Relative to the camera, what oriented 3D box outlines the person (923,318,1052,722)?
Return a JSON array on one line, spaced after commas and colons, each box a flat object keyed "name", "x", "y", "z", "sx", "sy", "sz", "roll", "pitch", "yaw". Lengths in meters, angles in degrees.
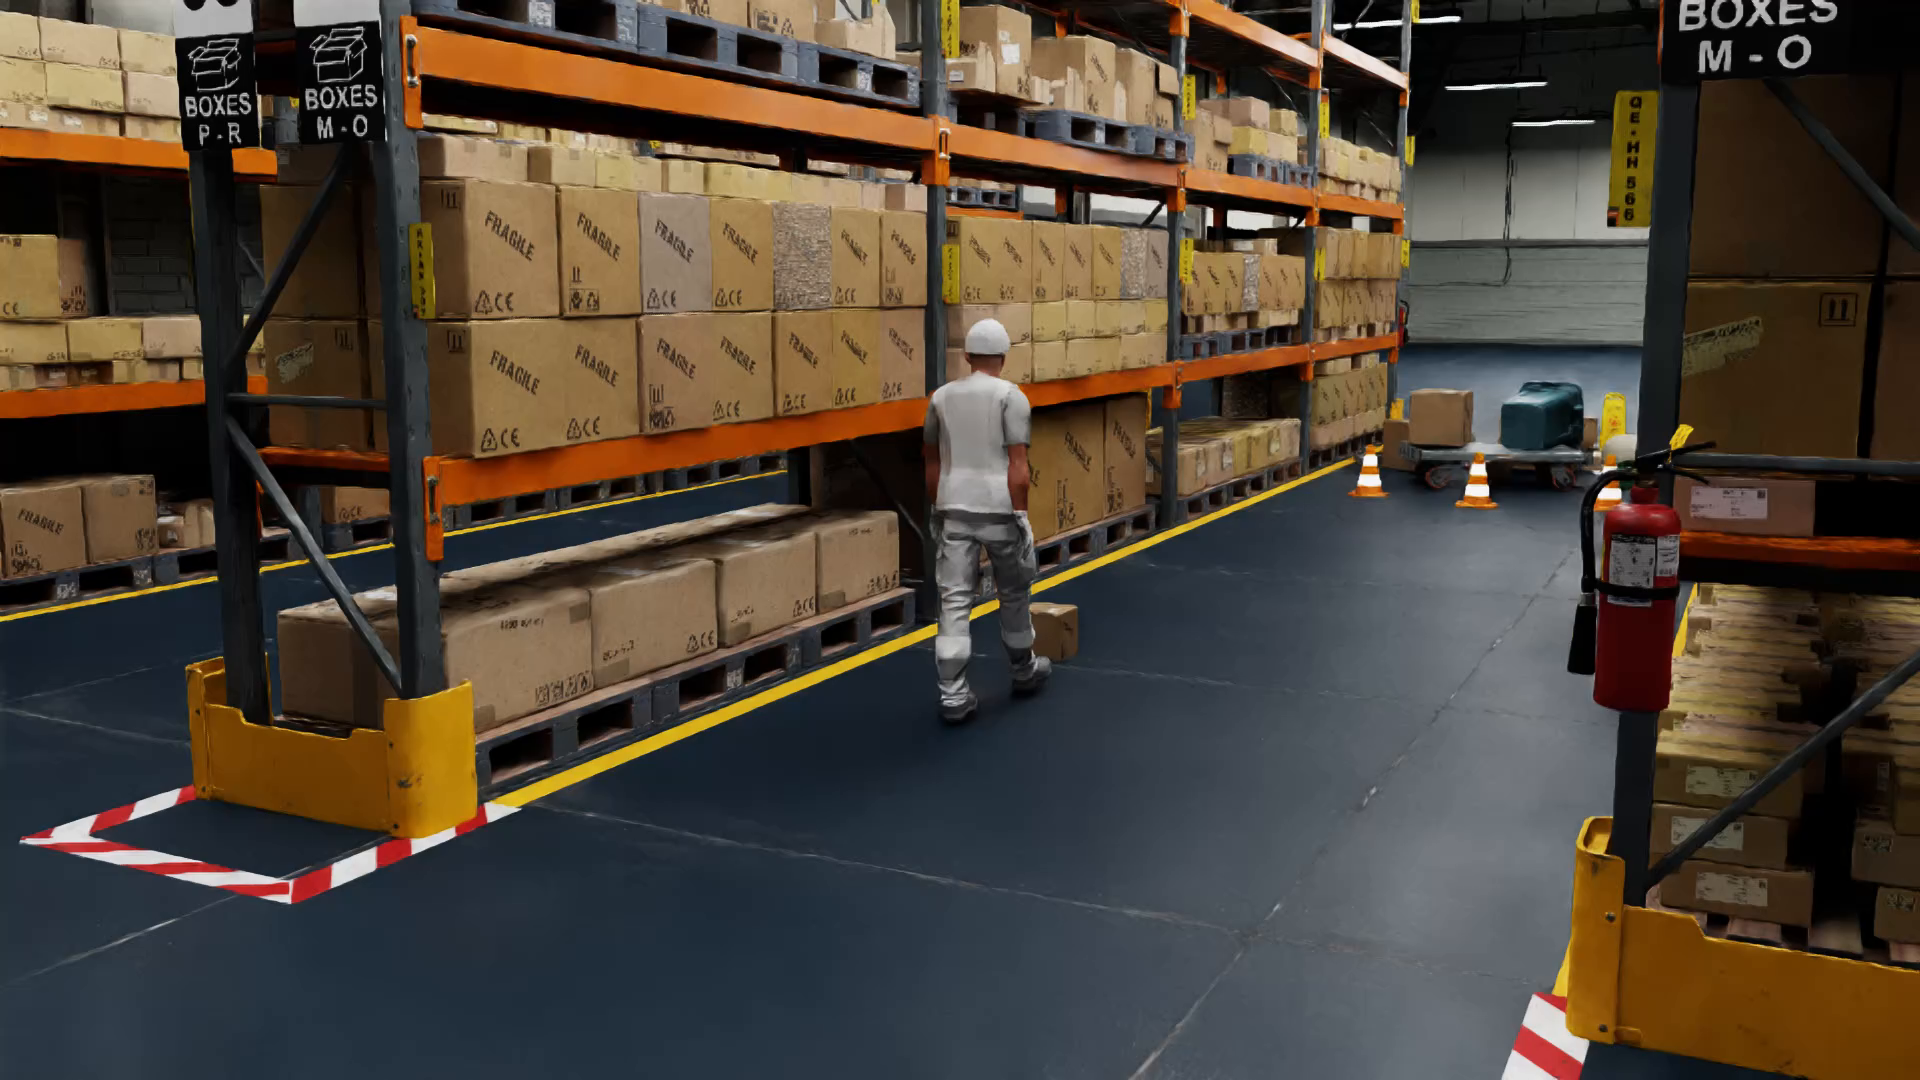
[{"name": "person", "x": 0.122, "y": -0.129, "z": 7.571, "sx": 0.570, "sy": 1.751, "sz": 0.895, "roll": 3, "pitch": 10, "yaw": 20}]
